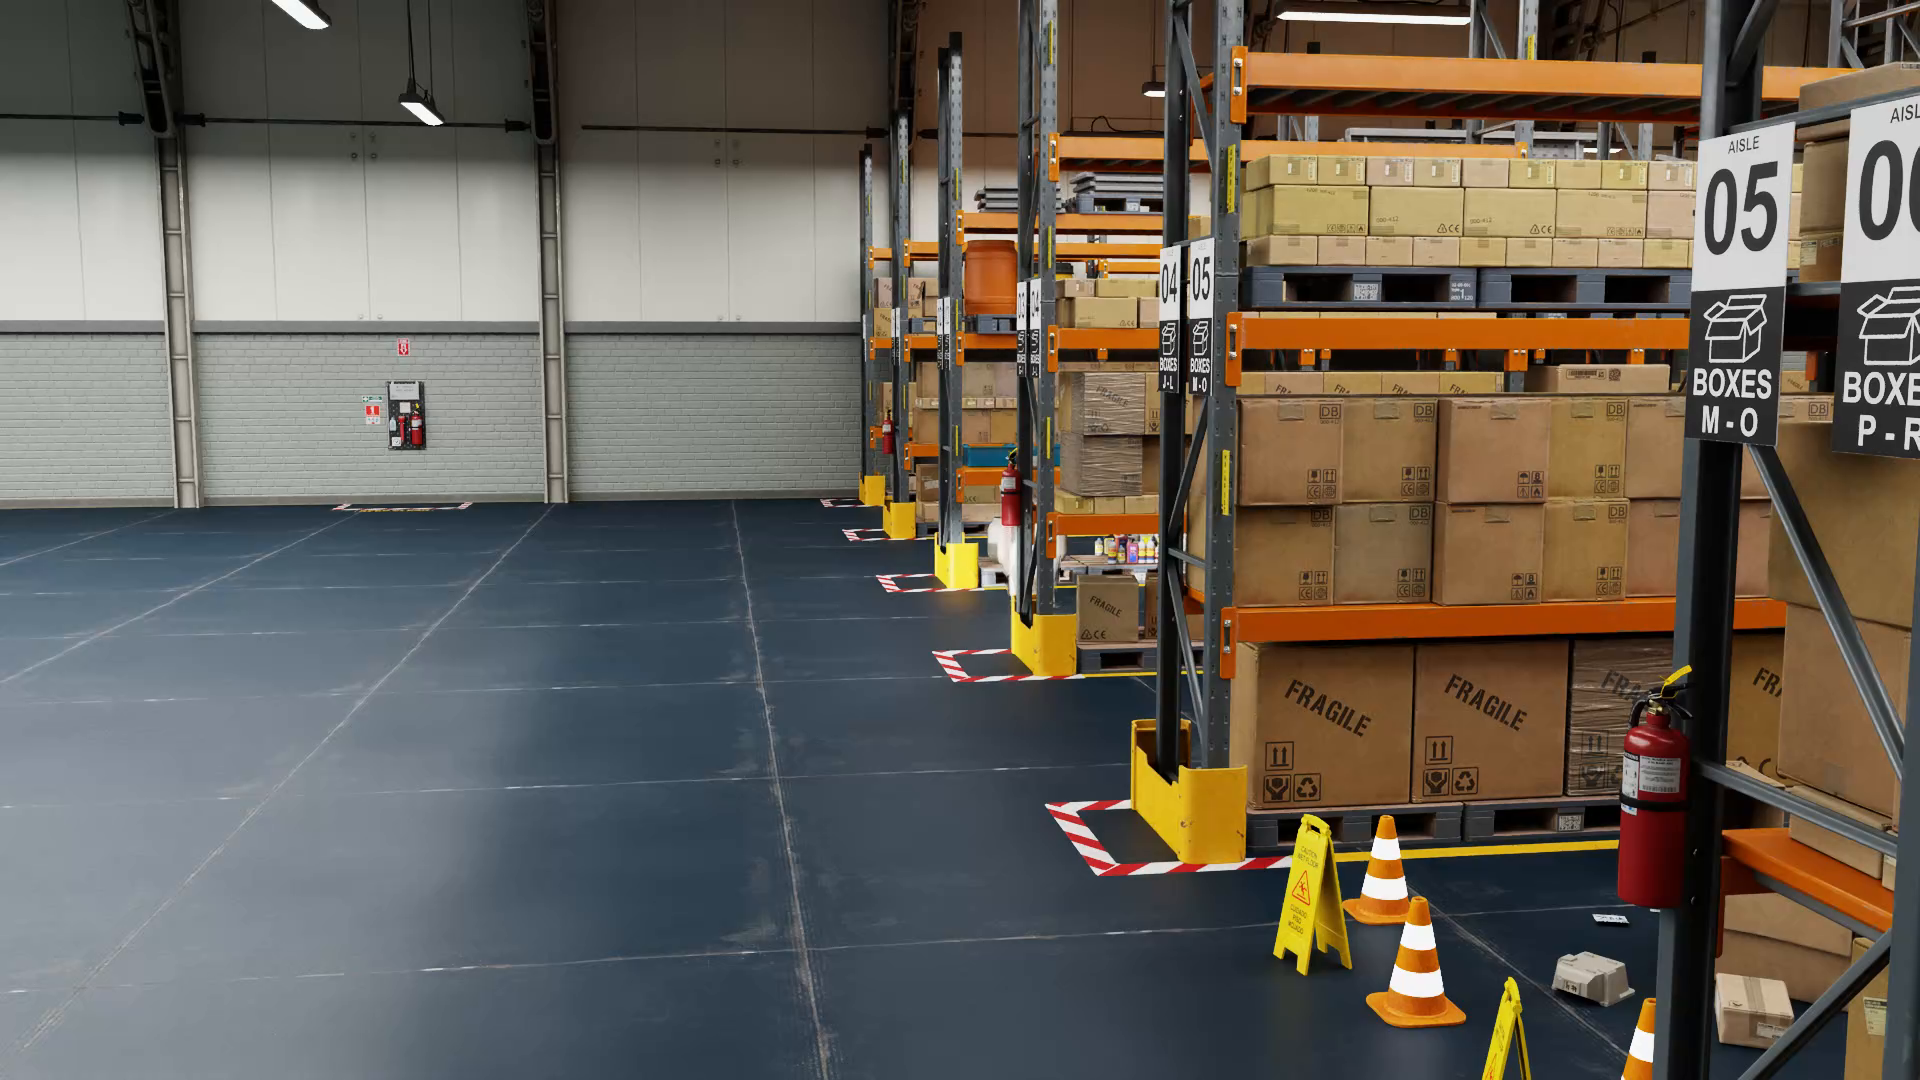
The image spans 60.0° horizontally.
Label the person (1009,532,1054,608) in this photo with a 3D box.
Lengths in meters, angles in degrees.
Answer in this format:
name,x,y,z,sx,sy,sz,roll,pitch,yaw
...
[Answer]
name,x,y,z,sx,sy,sz,roll,pitch,yaw
person,0.730,0.309,17.220,0.415,0.763,0.812,-1,7,-10
